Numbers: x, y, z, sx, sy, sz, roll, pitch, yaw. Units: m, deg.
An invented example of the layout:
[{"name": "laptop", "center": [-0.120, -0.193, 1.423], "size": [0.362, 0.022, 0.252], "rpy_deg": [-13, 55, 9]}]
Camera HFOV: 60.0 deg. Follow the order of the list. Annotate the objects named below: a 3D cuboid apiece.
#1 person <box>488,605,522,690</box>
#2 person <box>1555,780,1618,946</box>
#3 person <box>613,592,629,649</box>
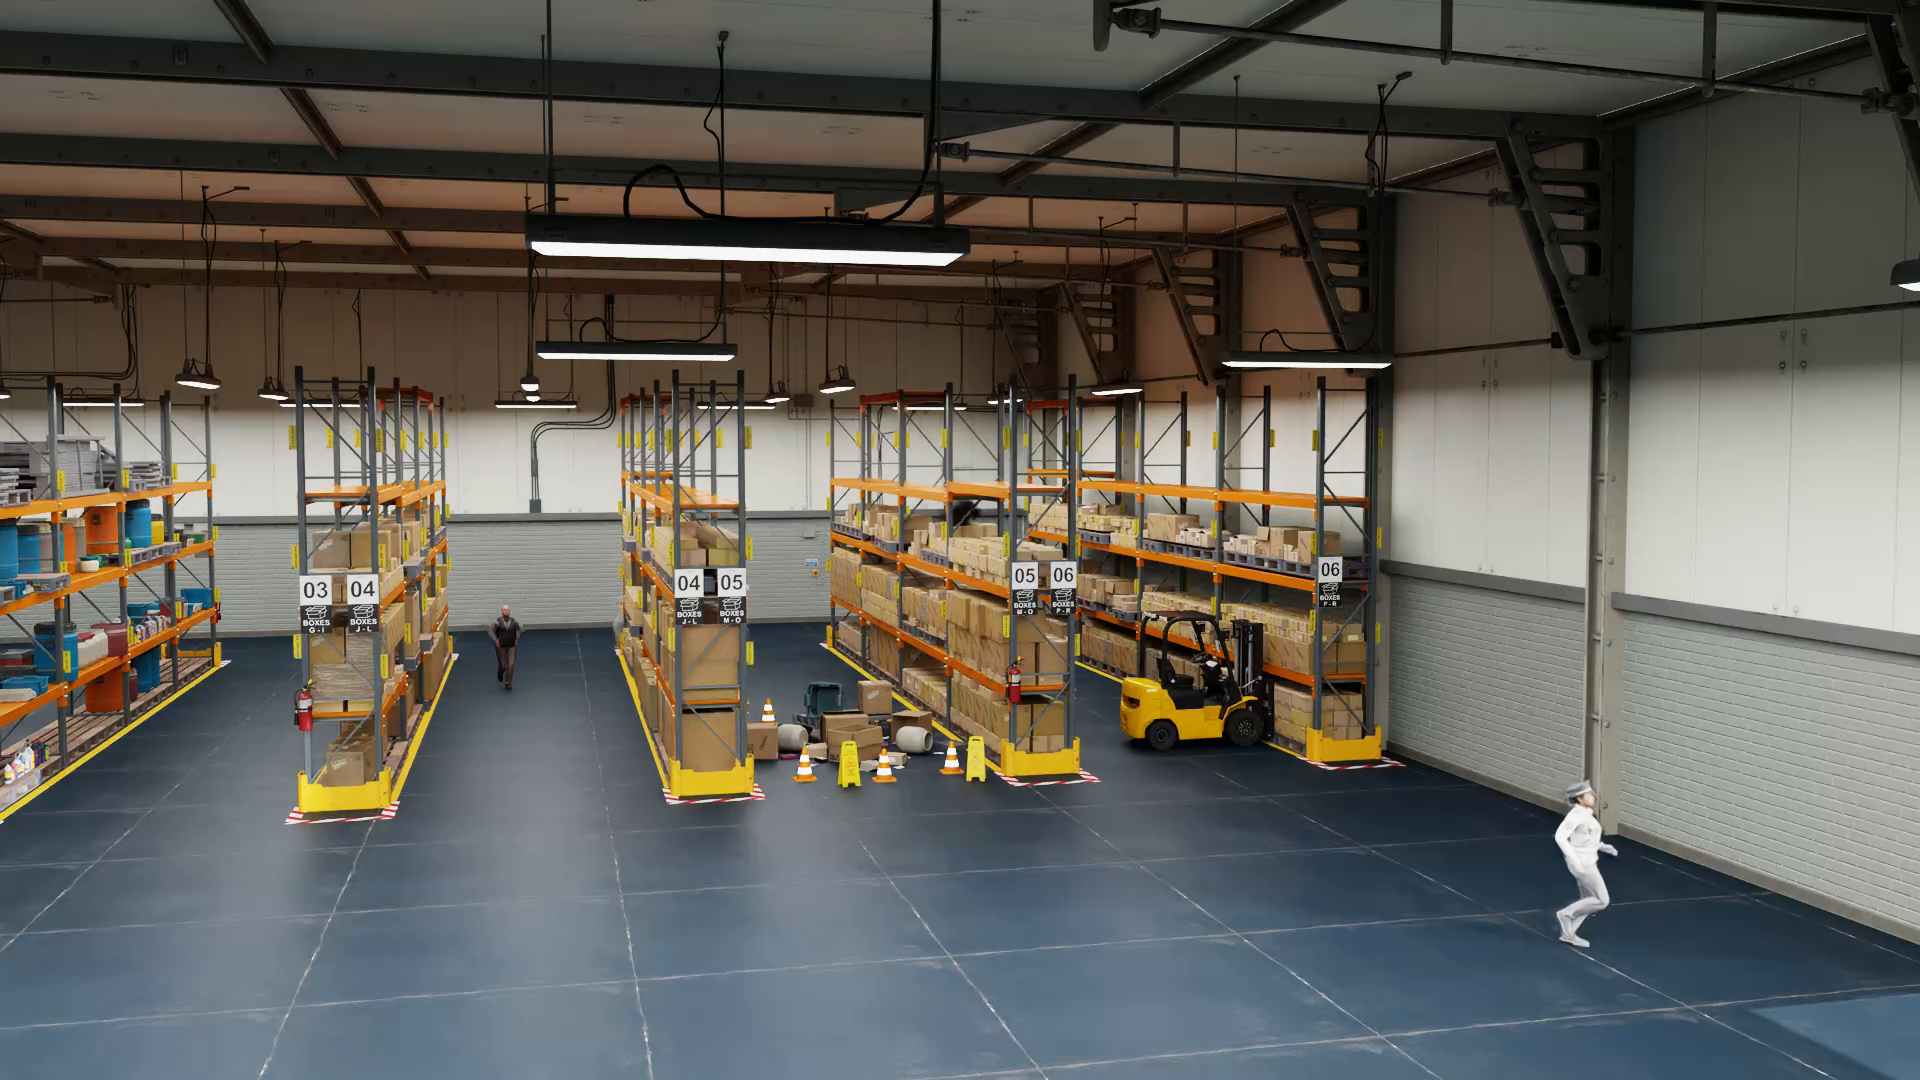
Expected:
[{"name": "person", "center": [-9.135, 2.195, 33.464], "size": [0.675, 1.616, 0.762], "rpy_deg": [-2, 4, -26]}, {"name": "person", "center": [6.199, 3.194, 16.418], "size": [0.535, 1.659, 0.605], "rpy_deg": [2, 4, 31]}, {"name": "person", "center": [-7.933, 1.776, 39.934], "size": [0.705, 1.831, 0.674], "rpy_deg": [-2, 4, -32]}]
